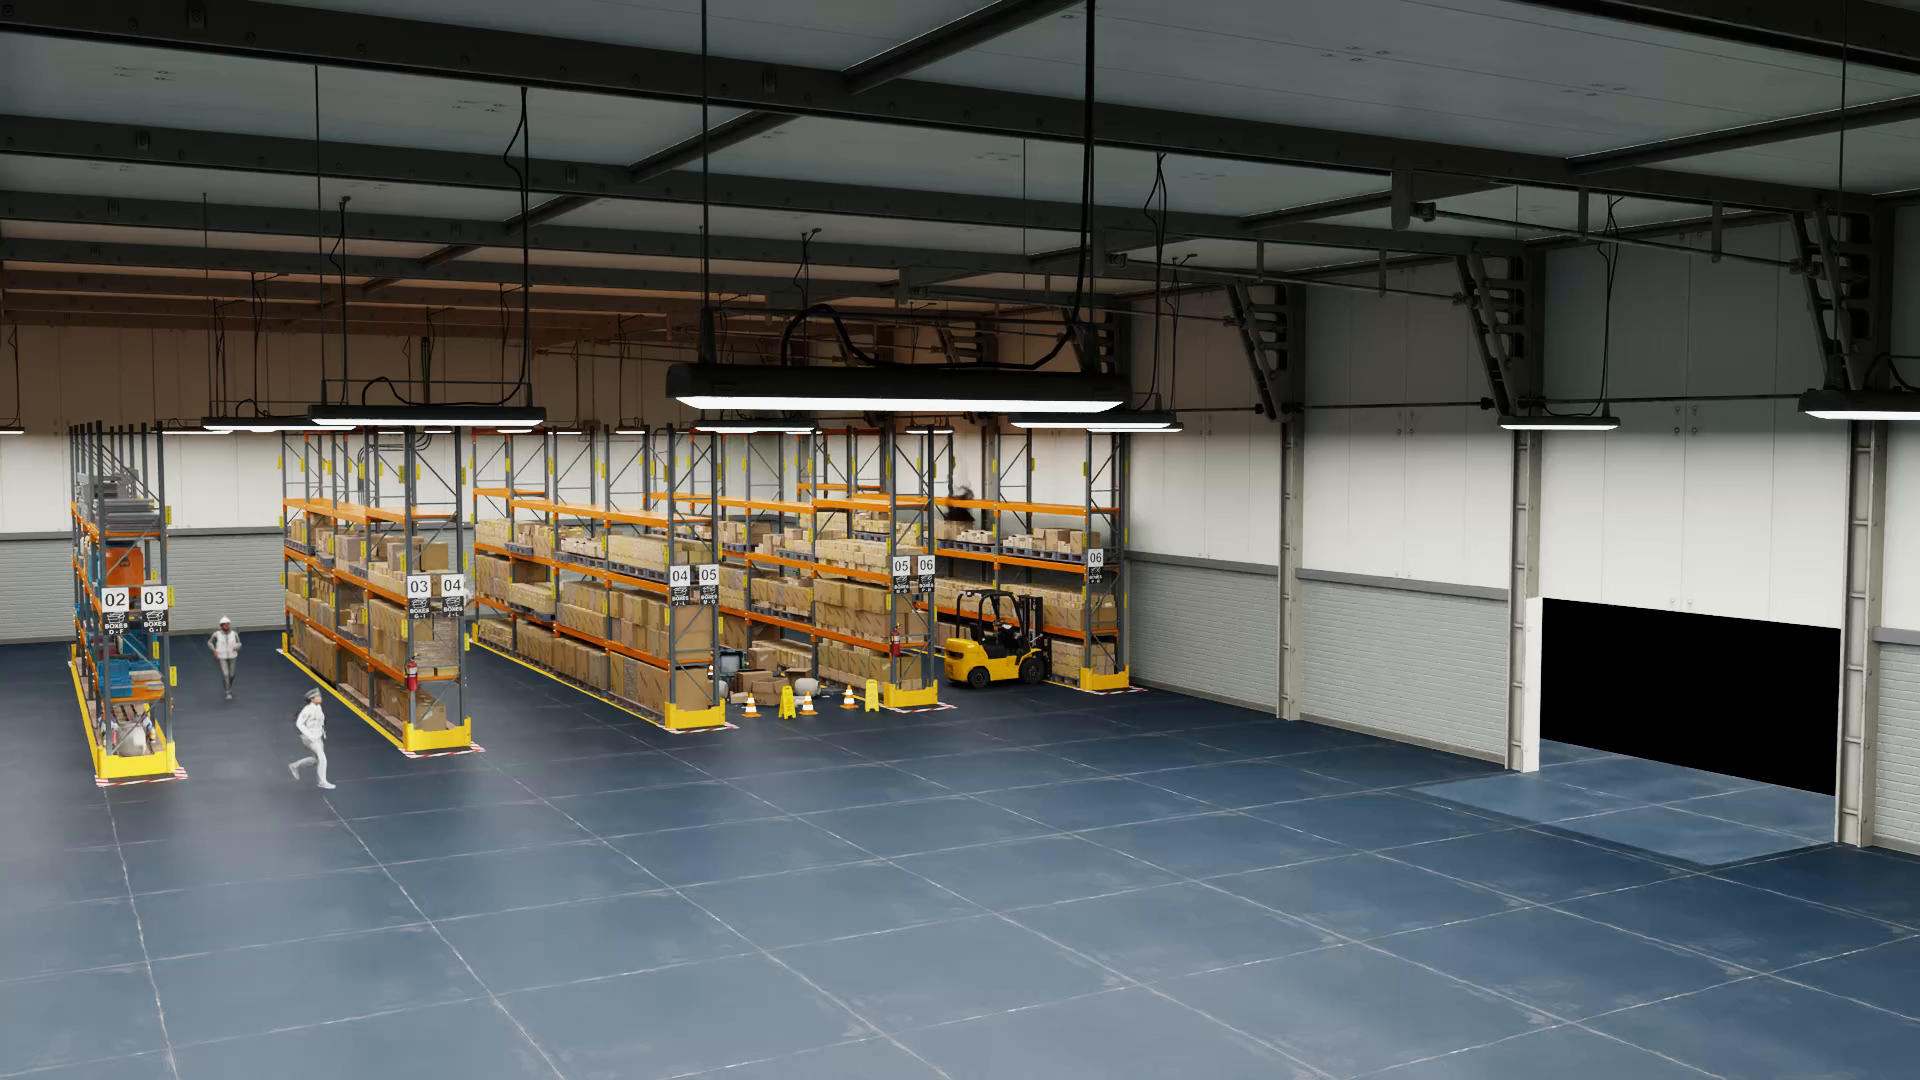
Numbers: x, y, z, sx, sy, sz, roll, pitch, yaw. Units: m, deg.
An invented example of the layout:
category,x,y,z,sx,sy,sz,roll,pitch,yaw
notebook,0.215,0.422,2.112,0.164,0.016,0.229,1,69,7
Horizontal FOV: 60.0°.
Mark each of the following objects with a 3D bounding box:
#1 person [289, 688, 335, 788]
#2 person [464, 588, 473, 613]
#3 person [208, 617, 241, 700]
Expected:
category,x,y,z,sx,sy,sz,roll,pitch,yaw
person,-10.590,3.231,27.070,0.740,1.675,0.643,0,4,2
person,-14.182,1.951,47.266,0.719,1.717,0.604,1,4,21
person,-16.130,2.585,36.525,0.665,1.775,0.803,-3,4,-36
